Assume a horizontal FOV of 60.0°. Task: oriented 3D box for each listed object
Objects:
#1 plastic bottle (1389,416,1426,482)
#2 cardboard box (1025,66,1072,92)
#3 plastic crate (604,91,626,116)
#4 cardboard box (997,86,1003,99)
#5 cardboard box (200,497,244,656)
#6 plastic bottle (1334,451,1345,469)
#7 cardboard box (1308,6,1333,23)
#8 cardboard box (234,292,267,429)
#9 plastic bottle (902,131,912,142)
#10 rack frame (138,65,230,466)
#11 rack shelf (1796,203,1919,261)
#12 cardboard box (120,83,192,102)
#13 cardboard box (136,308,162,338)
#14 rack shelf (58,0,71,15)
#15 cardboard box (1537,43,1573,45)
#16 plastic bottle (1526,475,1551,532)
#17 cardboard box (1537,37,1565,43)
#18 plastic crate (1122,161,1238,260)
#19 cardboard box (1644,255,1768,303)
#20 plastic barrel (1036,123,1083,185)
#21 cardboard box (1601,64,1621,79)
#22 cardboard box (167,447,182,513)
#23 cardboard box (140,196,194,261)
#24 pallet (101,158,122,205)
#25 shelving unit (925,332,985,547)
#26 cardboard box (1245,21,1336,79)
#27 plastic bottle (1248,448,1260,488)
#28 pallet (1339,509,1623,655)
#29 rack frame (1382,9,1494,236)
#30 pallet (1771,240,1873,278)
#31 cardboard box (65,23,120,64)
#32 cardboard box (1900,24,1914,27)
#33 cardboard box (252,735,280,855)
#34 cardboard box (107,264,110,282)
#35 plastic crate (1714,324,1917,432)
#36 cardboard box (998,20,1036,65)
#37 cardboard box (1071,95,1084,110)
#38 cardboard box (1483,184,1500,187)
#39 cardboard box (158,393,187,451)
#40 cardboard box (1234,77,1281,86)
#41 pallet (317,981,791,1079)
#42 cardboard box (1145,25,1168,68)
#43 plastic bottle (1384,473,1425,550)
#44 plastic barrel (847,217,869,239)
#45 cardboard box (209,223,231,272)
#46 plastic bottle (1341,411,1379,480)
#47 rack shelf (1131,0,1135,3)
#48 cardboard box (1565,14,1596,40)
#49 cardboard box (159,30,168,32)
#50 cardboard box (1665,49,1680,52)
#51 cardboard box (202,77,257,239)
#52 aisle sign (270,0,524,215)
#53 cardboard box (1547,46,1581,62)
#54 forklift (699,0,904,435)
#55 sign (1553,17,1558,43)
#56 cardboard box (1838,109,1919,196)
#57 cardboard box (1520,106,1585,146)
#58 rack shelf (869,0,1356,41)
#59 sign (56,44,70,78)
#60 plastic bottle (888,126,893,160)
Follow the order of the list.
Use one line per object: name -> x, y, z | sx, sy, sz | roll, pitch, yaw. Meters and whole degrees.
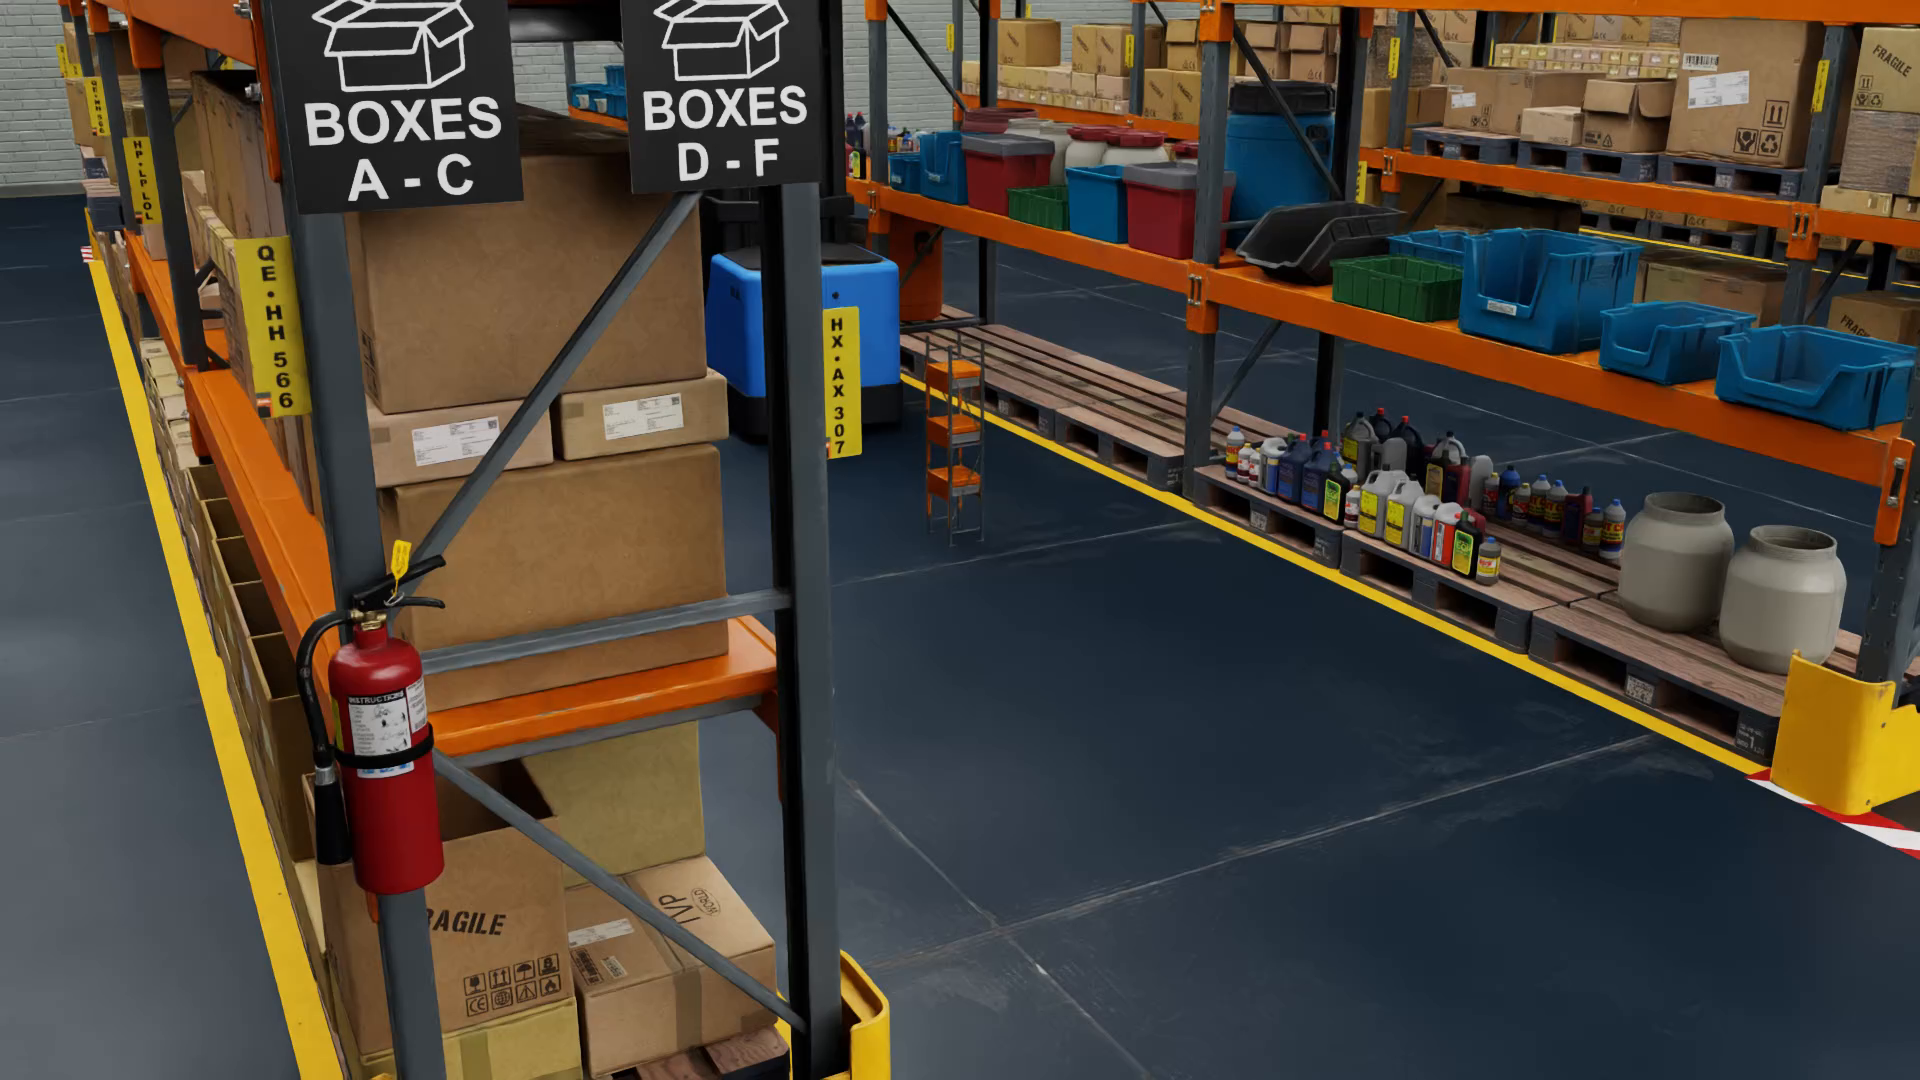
plastic bottle -> 2.362, -0.478, 8.804 | 0.144, 0.351, 0.185 | -11, 22, -29
cardboard box -> 1.103, -5.377, 19.390 | 0.500, 0.250, 0.500 | -10, 22, -28
plastic crate -> -3.534, -4.611, 17.561 | 0.416, 0.233, 0.300 | -10, 21, -27
cardboard box -> 0.620, -5.436, 20.171 | 0.380, 0.149, 0.250 | -10, 22, -27
cardboard box -> -2.461, 0.120, 6.108 | 0.500, 0.500, 0.500 | -10, 21, -27
plastic bottle -> 1.905, -0.317, 8.458 | 0.097, 0.271, 0.097 | 0, 19, 0
cardboard box -> 5.010, -7.015, 22.221 | 0.500, 0.500, 0.500 | -9, 21, -25
cardboard box -> -2.177, -0.721, 5.970 | 0.700, 0.500, 0.500 | -10, 22, -27
plastic bottle -> -0.413, -3.140, 13.329 | 0.097, 0.271, 0.097 | 0, 19, 0
rack frame -> -2.650, -0.951, 6.789 | 1.000, 3.000, 0.127 | -10, 21, -27
rack shelf -> 7.020, -1.570, 9.686 | 1.077, 0.370, 4.000 | -10, 21, -27
cardboard box -> -5.555, -2.996, 11.917 | 0.700, 0.500, 0.500 | -17, 25, -40
cardboard box -> -5.200, -1.358, 11.125 | 0.500, 0.500, 0.500 | -9, 21, -25
rack shelf -> -7.398, -4.900, 14.736 | 1.077, 0.370, 4.000 | -10, 21, -27
cardboard box -> 7.047, -5.796, 19.660 | 0.380, 0.149, 0.250 | -9, 21, -24
plastic bottle -> 2.814, -0.183, 8.071 | 0.097, 0.271, 0.097 | 0, 19, 0
cardboard box -> 9.069, -7.329, 25.120 | 0.500, 0.500, 0.500 | -10, 21, -27
plastic crate -> 1.212, -1.839, 9.264 | 0.402, 0.464, 0.583 | -10, 21, -27
cardboard box -> 5.588, -1.830, 12.494 | 0.700, 0.500, 0.500 | -10, 21, -27
plastic barrel -> 0.688, -2.535, 11.208 | 0.421, 0.512, 0.421 | 0, 19, 0
cardboard box -> 7.211, -5.108, 18.120 | 0.380, 0.149, 0.250 | -10, 22, -28
cardboard box -> -3.824, -0.362, 8.655 | 0.500, 0.250, 0.500 | -10, 21, -26
cardboard box -> -4.295, -1.770, 9.300 | 0.500, 0.311, 0.500 | -10, 22, -27
pallet -> -5.477, -2.566, 11.764 | 1.003, 0.211, 1.213 | -10, 21, -27
shelving unit -> -0.025, -0.512, 8.505 | 0.215, 1.050, 0.252 | -10, 21, -27
cardboard box -> 3.207, -4.746, 16.094 | 0.797, 0.503, 0.637 | -9, 21, -25
plastic bottle -> 1.573, -0.385, 8.763 | 0.097, 0.201, 0.097 | 0, 19, 0
pallet -> 2.577, 0.151, 7.870 | 1.003, 0.211, 1.213 | -10, 21, -27
rack frame -> 4.171, -3.633, 14.560 | 1.000, 3.000, 0.127 | -10, 21, -27
pallet -> 8.892, -2.816, 16.468 | 1.003, 0.211, 1.213 | -10, 21, -27
cardboard box -> -8.114, -4.599, 15.674 | 0.500, 0.500, 0.500 | -10, 21, -26
cardboard box -> 9.030, -4.616, 15.725 | 0.700, 0.500, 0.500 | -10, 22, -27
cardboard box -> -1.988, 0.762, 5.397 | 0.500, 0.250, 0.500 | -10, 21, -27
cardboard box -> -7.200, -2.326, 14.469 | 0.380, 0.149, 0.250 | -10, 21, -27
plastic crate -> 3.110, -0.596, 5.988 | 0.499, 0.251, 0.616 | -10, 21, -27
cardboard box -> 0.600, -6.030, 20.133 | 0.500, 0.500, 0.500 | -11, 22, -28
cardboard box -> 1.472, -4.920, 18.677 | 0.380, 0.149, 0.250 | -10, 21, -26
cardboard box -> 6.794, -4.525, 20.874 | 0.380, 0.149, 0.250 | -11, 22, -29
cardboard box -> -3.817, -0.624, 8.552 | 0.500, 0.311, 0.500 | -10, 22, -27
cardboard box -> 2.997, -4.222, 16.115 | 0.500, 0.500, 0.500 | -10, 21, -26
pallet -> -1.150, 1.302, 4.533 | 1.003, 0.211, 1.213 | -10, 21, -27
cardboard box -> 2.269, -5.382, 18.255 | 0.500, 0.500, 0.500 | -10, 21, -27
plastic bottle -> 2.109, -0.147, 7.846 | 0.144, 0.351, 0.185 | -9, 21, -24
plastic barrel -> -0.972, -2.386, 14.001 | 0.600, 0.588, 0.708 | -10, 21, -27
cardboard box -> -2.449, -1.052, 5.934 | 0.380, 0.149, 0.250 | -11, 22, -28
plastic bottle -> 2.144, -0.510, 8.899 | 0.144, 0.351, 0.185 | -10, 21, -27
rack shelf -> 1.322, -6.433, 19.180 | 1.077, 0.370, 4.000 | -10, 21, -27
cardboard box -> 9.322, -7.655, 24.531 | 0.500, 0.500, 0.500 | -11, 22, -28
cardboard box -> -6.670, -4.094, 14.212 | 0.500, 0.500, 0.500 | -11, 22, -28
cardboard box -> 7.909, -5.273, 18.142 | 0.380, 0.149, 0.250 | -9, 21, -25
cardboard box -> -2.192, -1.340, 5.775 | 0.700, 0.500, 0.500 | -10, 21, -27
aisle sign -> -0.977, -0.967, 2.851 | 0.394, 0.787, 0.004 | -10, 21, -27
cardboard box -> 6.840, -5.472, 18.719 | 0.380, 0.149, 0.250 | -10, 22, -27
forklift -> -1.398, -2.478, 11.320 | 1.130, 2.935, 3.031 | -8, 21, -21
sign -> 7.171, -6.154, 20.094 | 0.100, 0.325, 0.005 | -10, 21, -27
cardboard box -> 6.230, -2.533, 10.766 | 0.875, 0.500, 0.500 | -10, 21, -27
cardboard box -> 4.764, -3.244, 13.019 | 0.500, 0.250, 0.500 | -11, 22, -28
rack shelf -> 0.762, -3.369, 10.301 | 1.077, 0.370, 4.000 | -10, 21, -27
sign -> -8.825, -4.721, 16.387 | 0.100, 0.325, 0.005 | -10, 21, -27
plastic bottle -> -0.579, -3.282, 13.741 | 0.097, 0.271, 0.097 | 0, 19, 0
